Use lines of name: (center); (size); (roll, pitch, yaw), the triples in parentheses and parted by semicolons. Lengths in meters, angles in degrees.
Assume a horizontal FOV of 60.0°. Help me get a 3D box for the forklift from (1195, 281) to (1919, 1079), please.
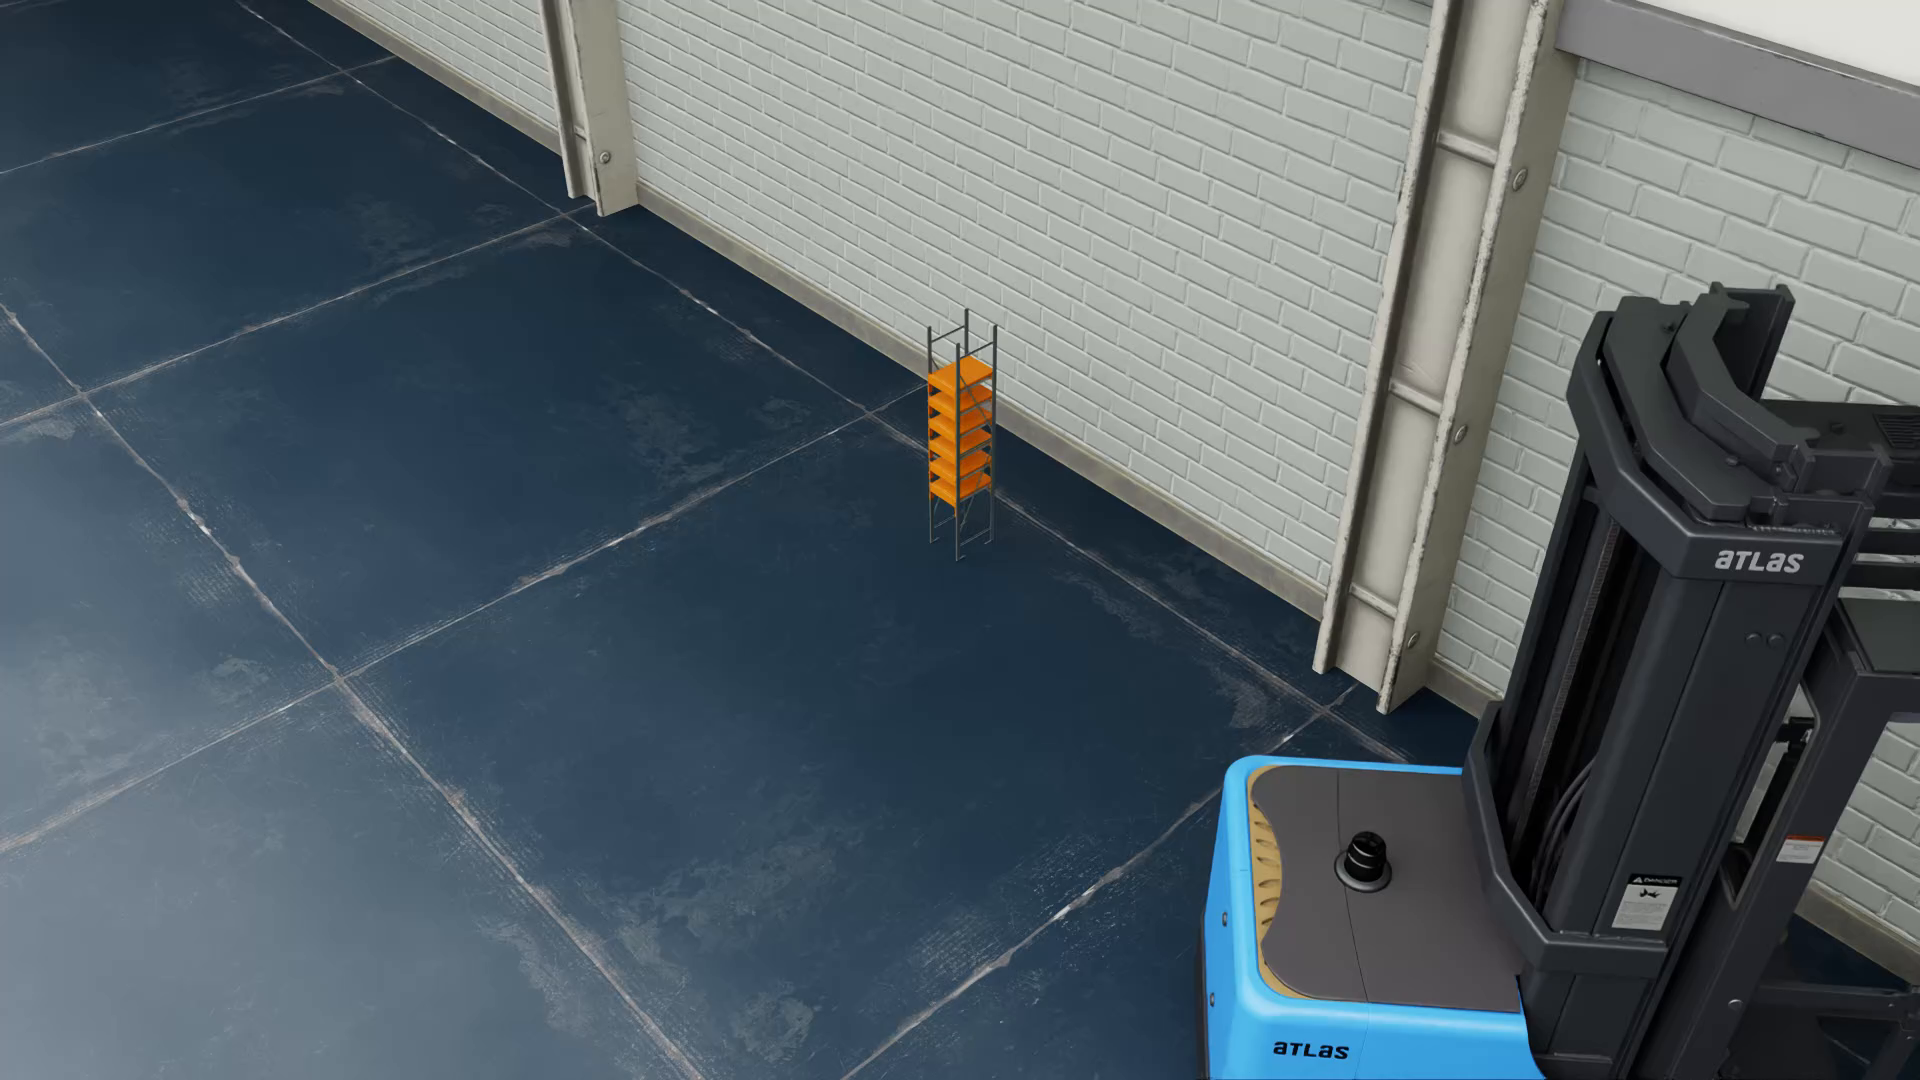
forklift: (2.318, 0.768, 4.674); (3.031, 2.935, 1.130); (3, 39, 4)

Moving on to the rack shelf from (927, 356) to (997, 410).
rack shelf: (0.010, -0.706, 7.374); (0.258, 0.103, 0.180); (-30, 48, -32)

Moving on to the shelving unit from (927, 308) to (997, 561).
shelving unit: (0.010, -0.460, 7.573); (0.258, 1.200, 0.189); (-30, 48, -32)

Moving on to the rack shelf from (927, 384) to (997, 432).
rack shelf: (0.010, -0.612, 7.450); (0.258, 0.103, 0.180); (-30, 48, -32)

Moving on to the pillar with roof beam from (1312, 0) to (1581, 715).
pillar with roof beam: (-1.388, -1.085, 2.140); (9.100, 9.000, 0.400); (-30, 48, -32)

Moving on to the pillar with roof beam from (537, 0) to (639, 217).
pillar with roof beam: (-5.446, -3.862, 5.578); (9.100, 9.000, 0.400); (-30, 48, -32)

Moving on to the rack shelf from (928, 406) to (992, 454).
rack shelf: (0.010, -0.519, 7.525); (0.258, 0.103, 0.180); (-30, 48, -32)

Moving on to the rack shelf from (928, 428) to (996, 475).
rack shelf: (0.010, -0.426, 7.600); (0.258, 0.103, 0.180); (-30, 48, -32)

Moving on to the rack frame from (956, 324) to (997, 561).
rack frame: (0.072, -0.418, 7.520); (0.240, 1.200, 0.006); (-30, 48, -32)

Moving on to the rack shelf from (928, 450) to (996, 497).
rack shelf: (0.010, -0.332, 7.676); (0.258, 0.103, 0.180); (-30, 48, -32)

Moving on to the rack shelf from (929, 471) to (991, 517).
rack shelf: (0.010, -0.239, 7.751); (0.258, 0.103, 0.180); (-30, 48, -32)

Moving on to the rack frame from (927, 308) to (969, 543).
rack frame: (-0.052, -0.502, 7.625); (0.240, 1.200, 0.006); (-30, 48, -32)
